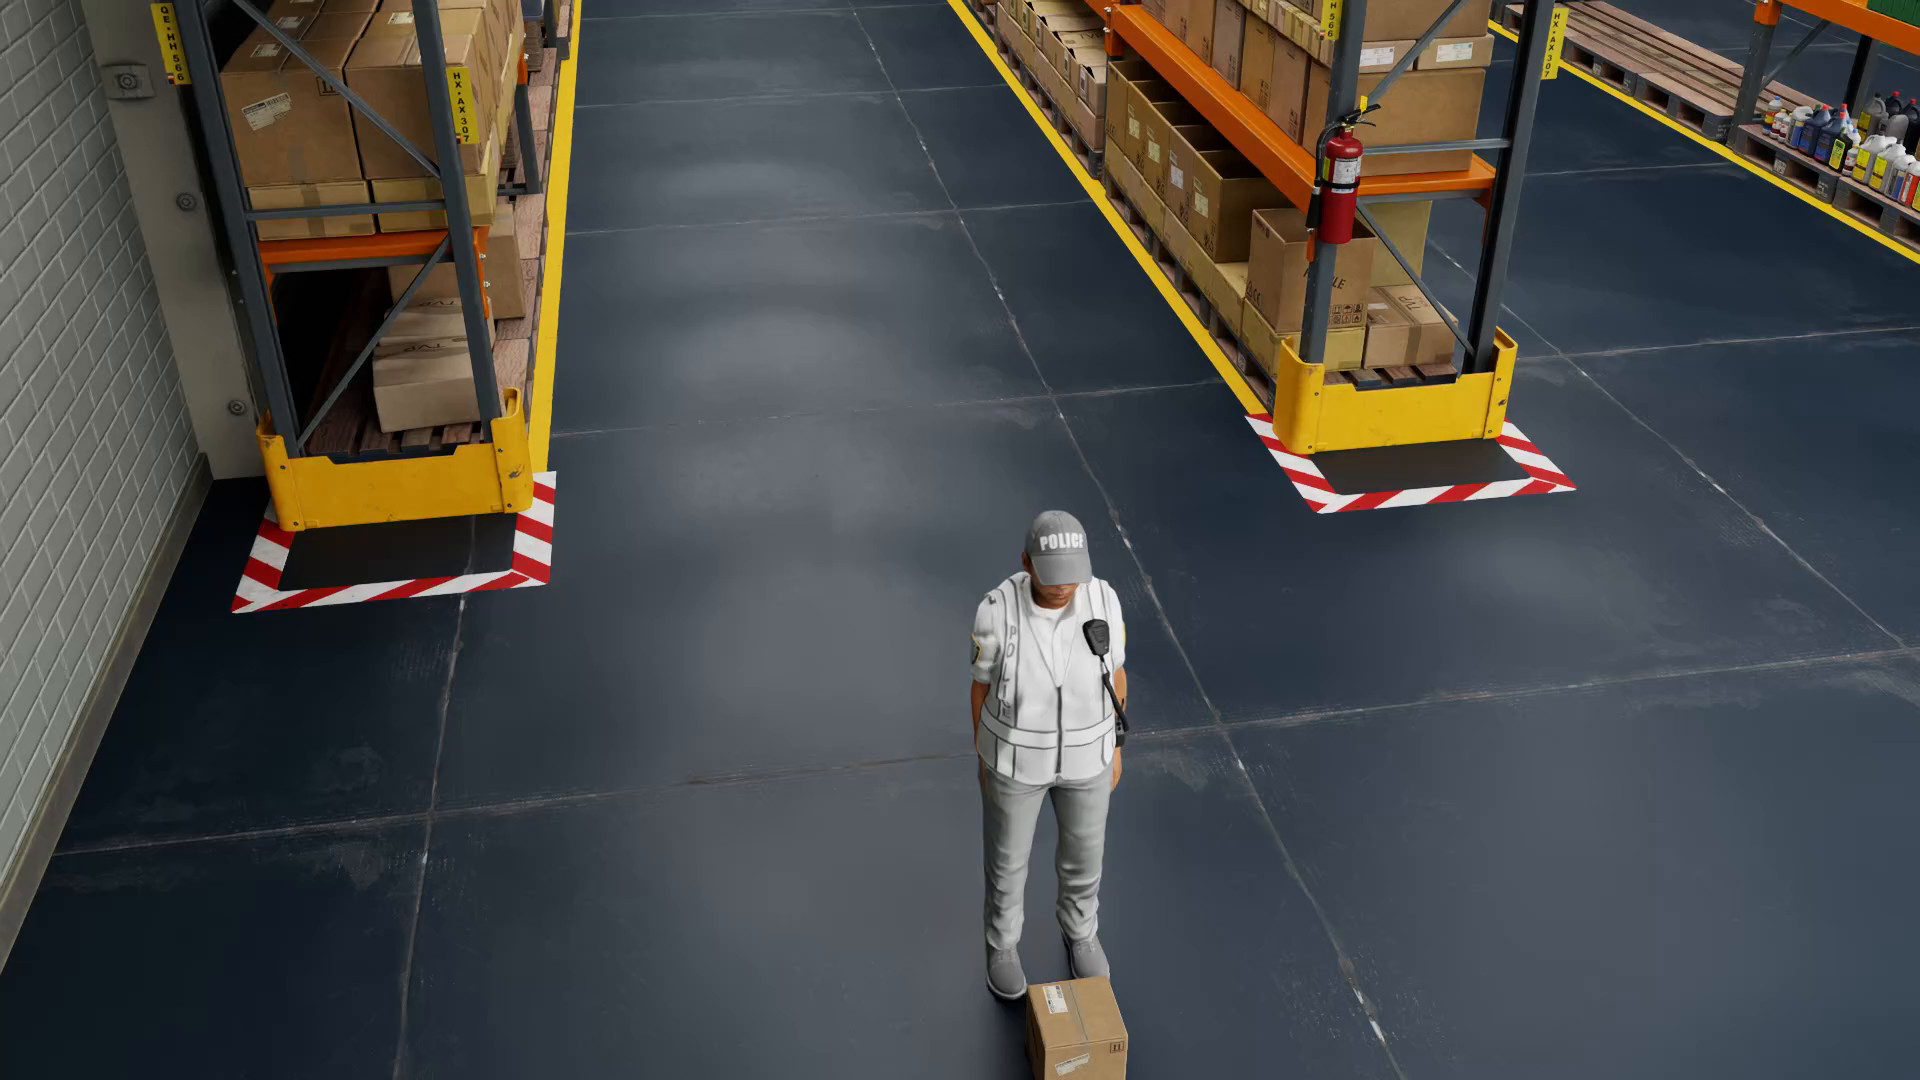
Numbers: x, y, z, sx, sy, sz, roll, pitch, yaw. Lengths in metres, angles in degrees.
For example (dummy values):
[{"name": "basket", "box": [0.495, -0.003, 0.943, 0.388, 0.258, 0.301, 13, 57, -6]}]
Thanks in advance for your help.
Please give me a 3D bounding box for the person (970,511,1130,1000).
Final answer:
[{"name": "person", "box": [0.270, 0.656, 5.030, 0.472, 1.671, 0.387, -5, 31, -8]}]
